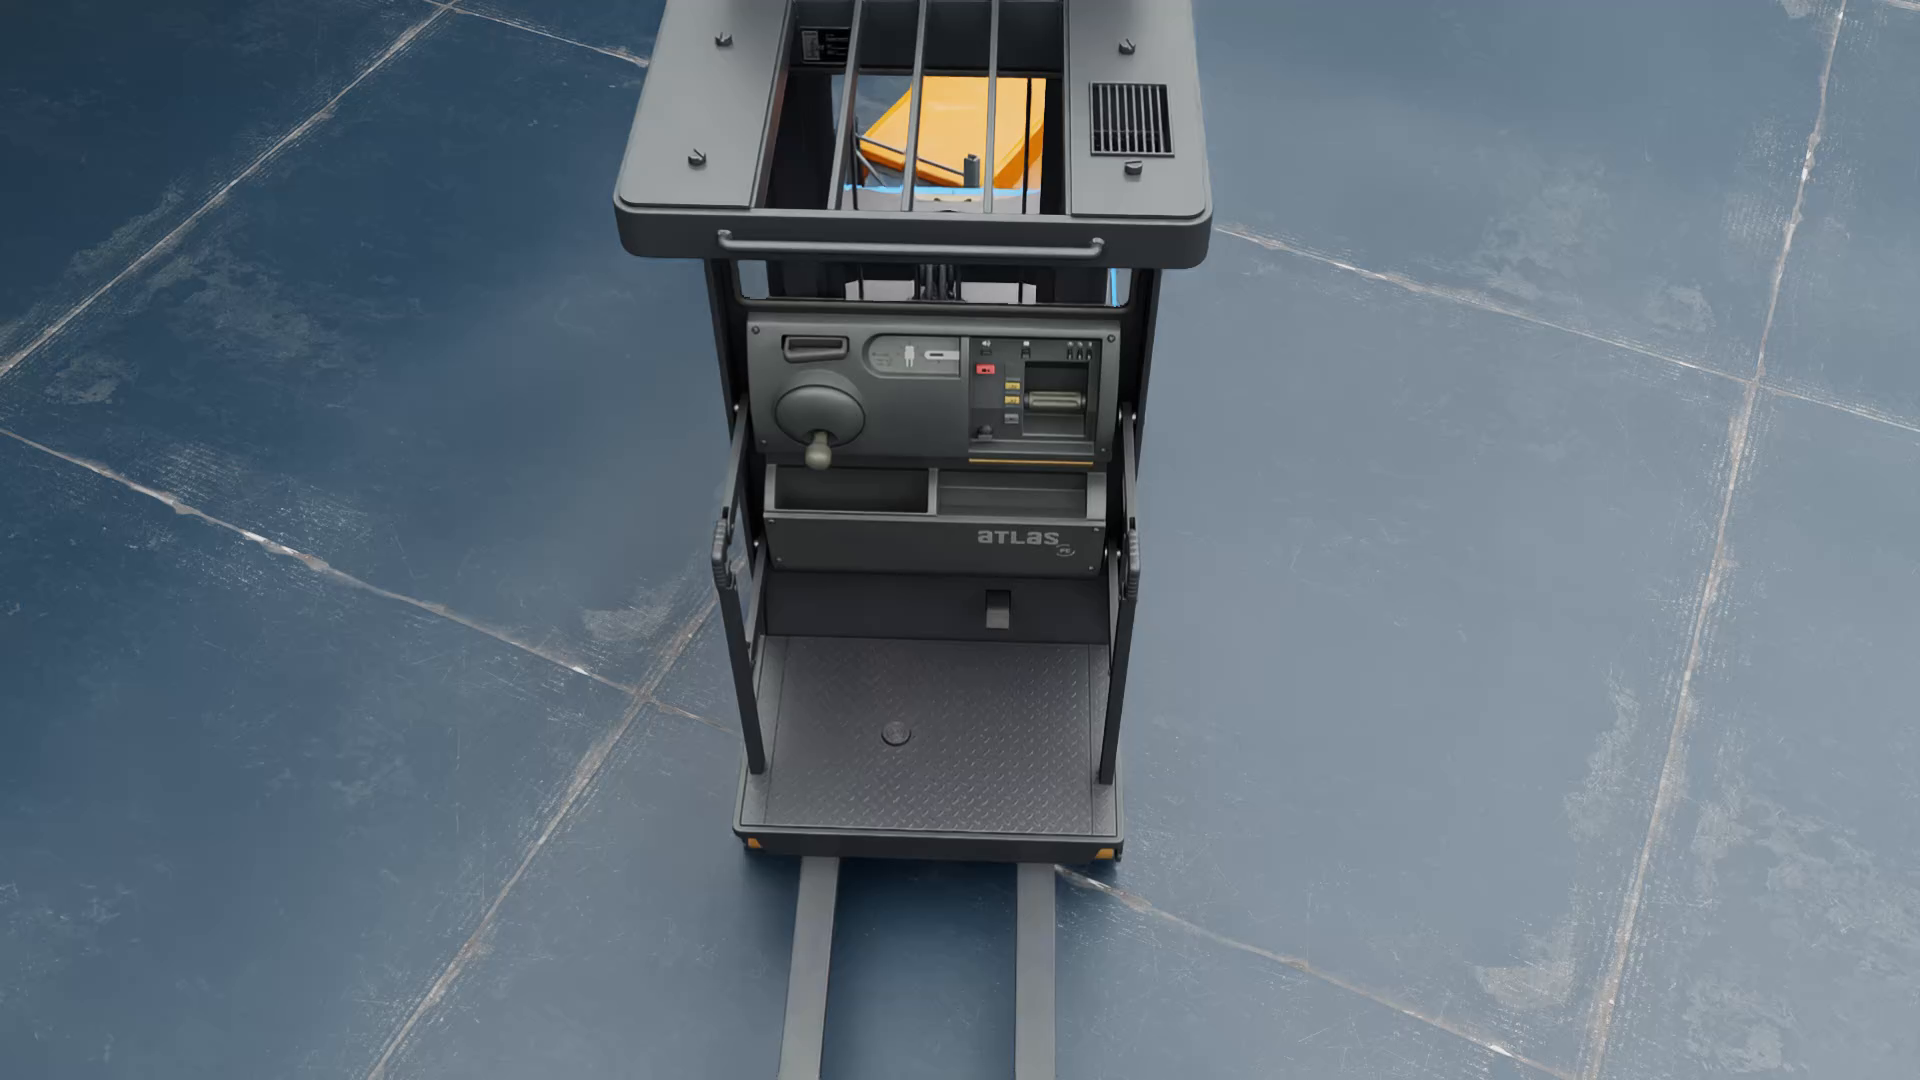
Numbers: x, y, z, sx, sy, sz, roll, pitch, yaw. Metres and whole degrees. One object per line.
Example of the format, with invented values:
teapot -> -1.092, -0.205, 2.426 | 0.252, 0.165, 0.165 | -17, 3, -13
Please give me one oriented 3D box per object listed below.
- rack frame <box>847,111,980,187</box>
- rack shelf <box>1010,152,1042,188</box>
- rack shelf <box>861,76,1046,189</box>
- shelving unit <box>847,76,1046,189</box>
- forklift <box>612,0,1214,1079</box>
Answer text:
rack frame -> -0.160, -0.951, 5.821 | 0.500, 1.125, 0.032 | 24, 54, 19
rack shelf -> 0.093, -1.128, 6.293 | 0.538, 0.278, 1.000 | 24, 54, 19
rack shelf -> 0.093, -1.476, 5.883 | 0.538, 0.278, 1.000 | 24, 54, 19
shelving unit -> 0.093, -1.287, 6.106 | 0.538, 1.125, 1.048 | 24, 54, 19
forklift -> -0.073, -0.262, 4.048 | 1.130, 2.935, 3.031 | 2, 50, 1
